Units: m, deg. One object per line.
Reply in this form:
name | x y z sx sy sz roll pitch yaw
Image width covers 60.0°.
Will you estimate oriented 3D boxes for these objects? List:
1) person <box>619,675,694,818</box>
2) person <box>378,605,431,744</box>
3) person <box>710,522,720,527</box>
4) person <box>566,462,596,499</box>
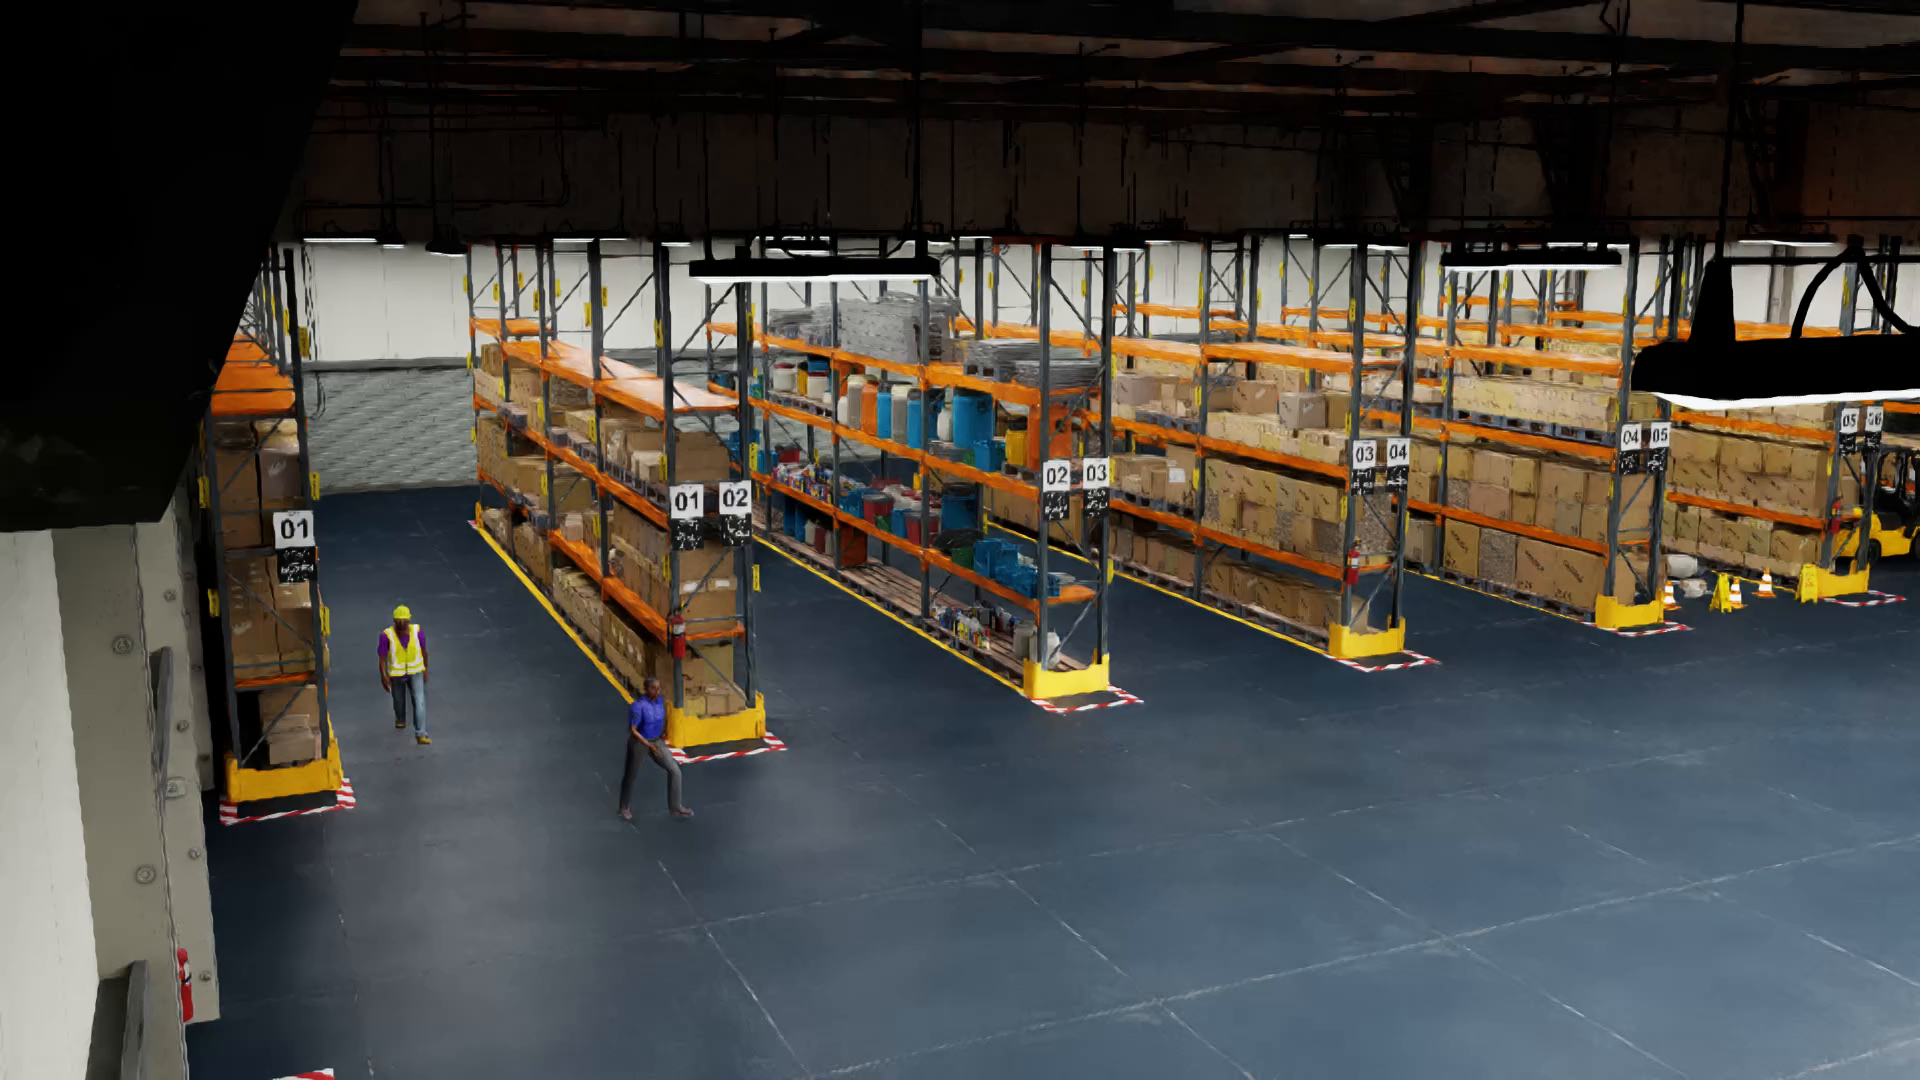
person | -3.302 2.178 17.676 0.764 1.598 0.608 11 15 44
person | -6.786 1.617 20.311 0.577 1.687 1.121 -4 12 -22
person | -4.910 -0.897 33.631 0.439 1.542 0.836 -1 11 -7
person | -8.618 -1.743 37.372 0.575 1.775 0.738 3 11 14
